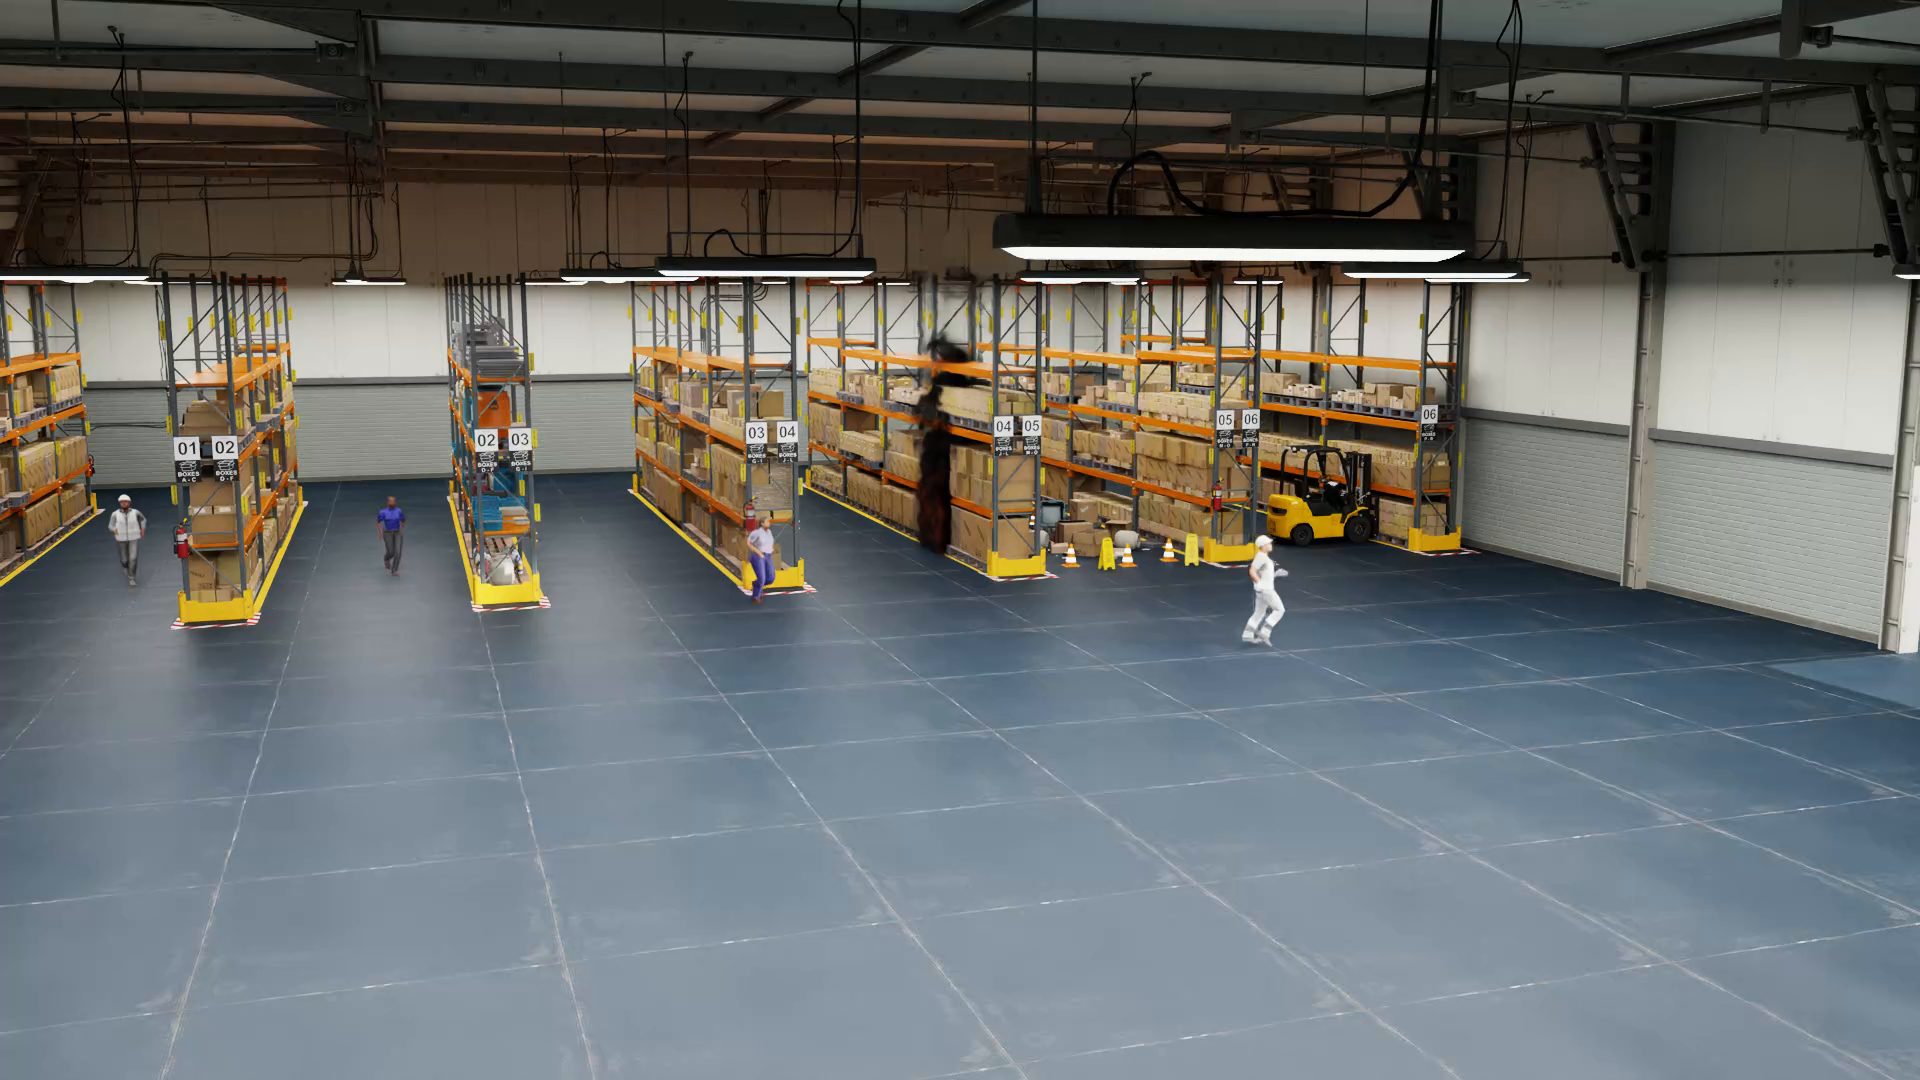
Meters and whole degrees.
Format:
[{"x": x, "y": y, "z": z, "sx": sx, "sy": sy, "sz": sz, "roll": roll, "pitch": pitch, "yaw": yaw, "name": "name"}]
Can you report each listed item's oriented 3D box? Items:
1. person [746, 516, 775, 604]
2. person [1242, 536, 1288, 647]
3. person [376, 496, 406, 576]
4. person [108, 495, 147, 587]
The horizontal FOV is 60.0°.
[{"x": -3.666, "y": 0.349, "z": 30.670, "sx": 0.560, "sy": 1.574, "sz": 0.609, "roll": 7, "pitch": 11, "yaw": 40, "name": "person"}, {"x": 4.918, "y": 0.822, "z": 26.729, "sx": 0.709, "sy": 1.792, "sz": 0.640, "roll": 0, "pitch": 9, "yaw": 2, "name": "person"}, {"x": -11.361, "y": -0.067, "z": 33.307, "sx": 0.575, "sy": 1.593, "sz": 0.559, "roll": -5, "pitch": 10, "yaw": -31, "name": "person"}, {"x": -16.196, "y": -0.012, "z": 32.392, "sx": 0.676, "sy": 1.751, "sz": 0.945, "roll": -4, "pitch": 9, "yaw": -23, "name": "person"}]
